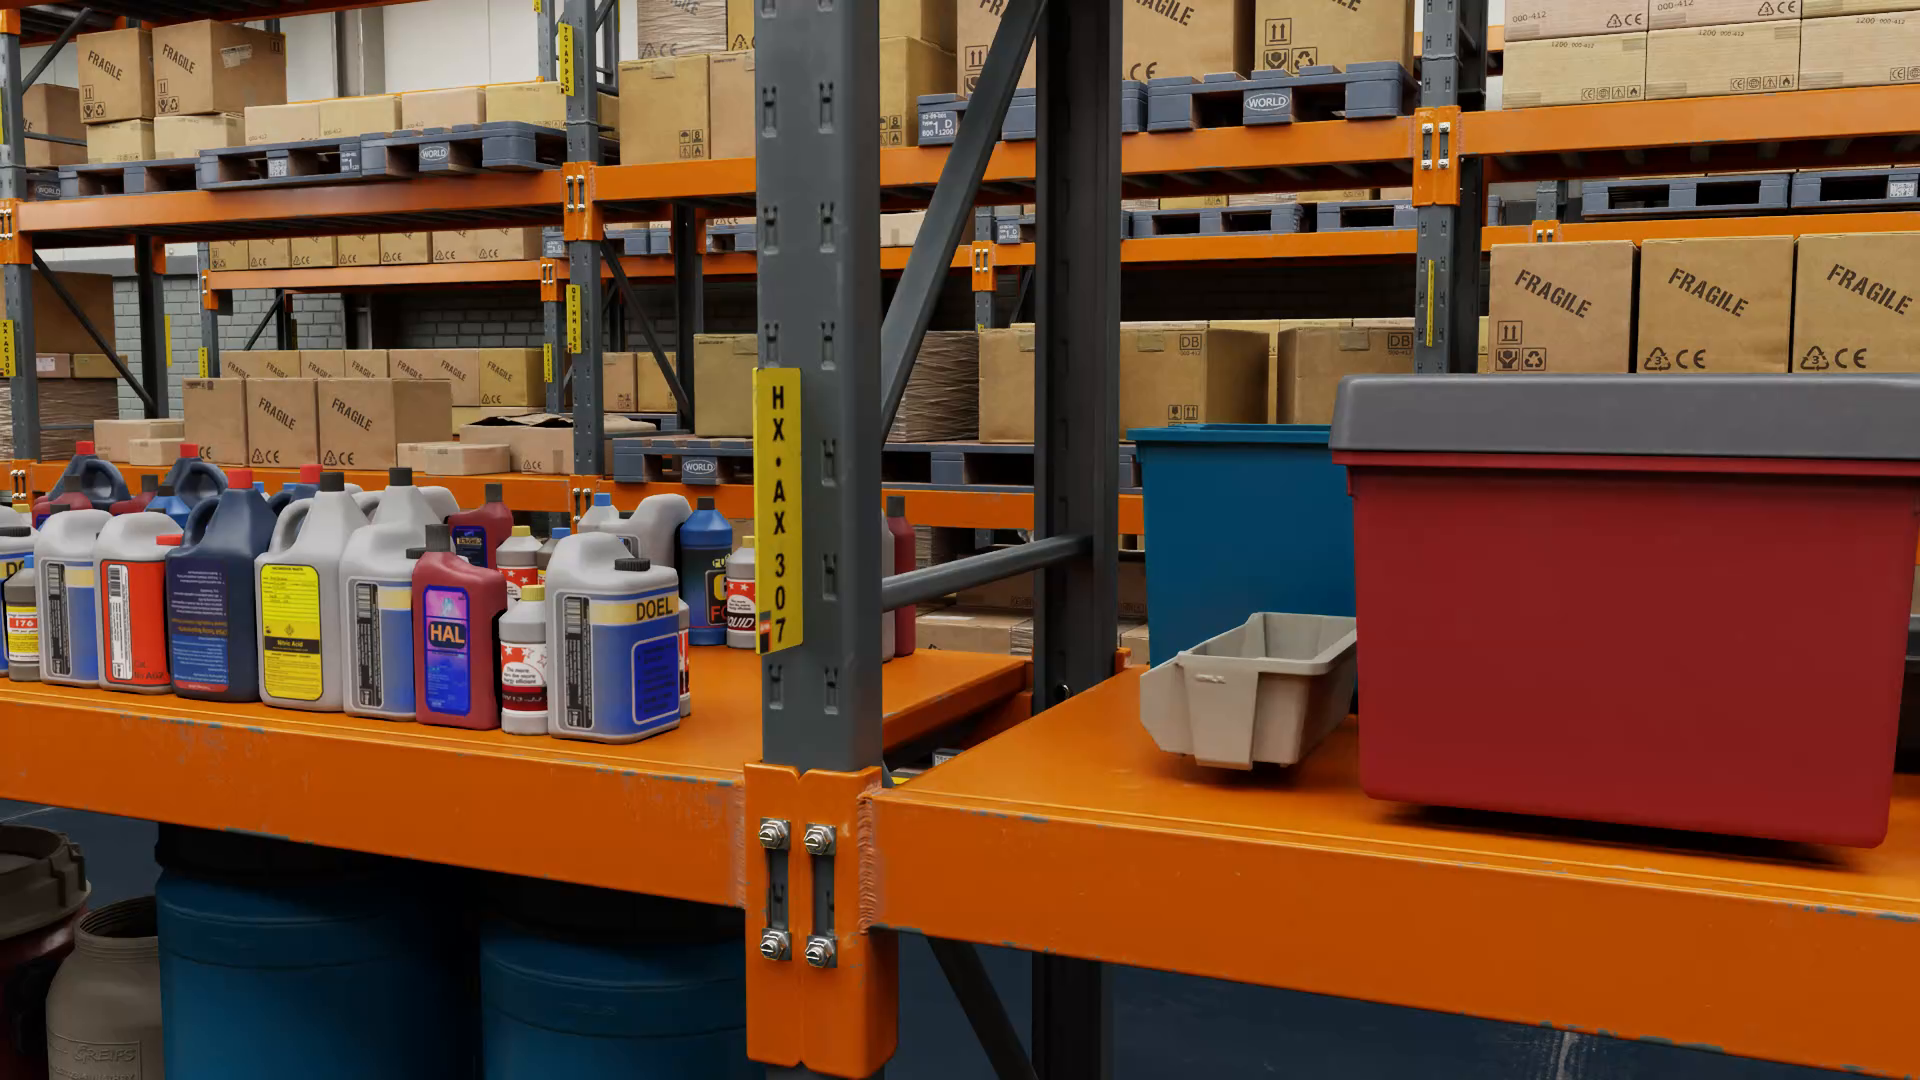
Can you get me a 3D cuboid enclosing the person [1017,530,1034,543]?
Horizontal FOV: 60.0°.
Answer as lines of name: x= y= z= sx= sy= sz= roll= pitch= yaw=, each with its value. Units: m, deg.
person: x=0.659 y=-0.136 z=10.817 sx=0.612 sy=1.778 sz=0.451 roll=2 pitch=6 yaw=20
